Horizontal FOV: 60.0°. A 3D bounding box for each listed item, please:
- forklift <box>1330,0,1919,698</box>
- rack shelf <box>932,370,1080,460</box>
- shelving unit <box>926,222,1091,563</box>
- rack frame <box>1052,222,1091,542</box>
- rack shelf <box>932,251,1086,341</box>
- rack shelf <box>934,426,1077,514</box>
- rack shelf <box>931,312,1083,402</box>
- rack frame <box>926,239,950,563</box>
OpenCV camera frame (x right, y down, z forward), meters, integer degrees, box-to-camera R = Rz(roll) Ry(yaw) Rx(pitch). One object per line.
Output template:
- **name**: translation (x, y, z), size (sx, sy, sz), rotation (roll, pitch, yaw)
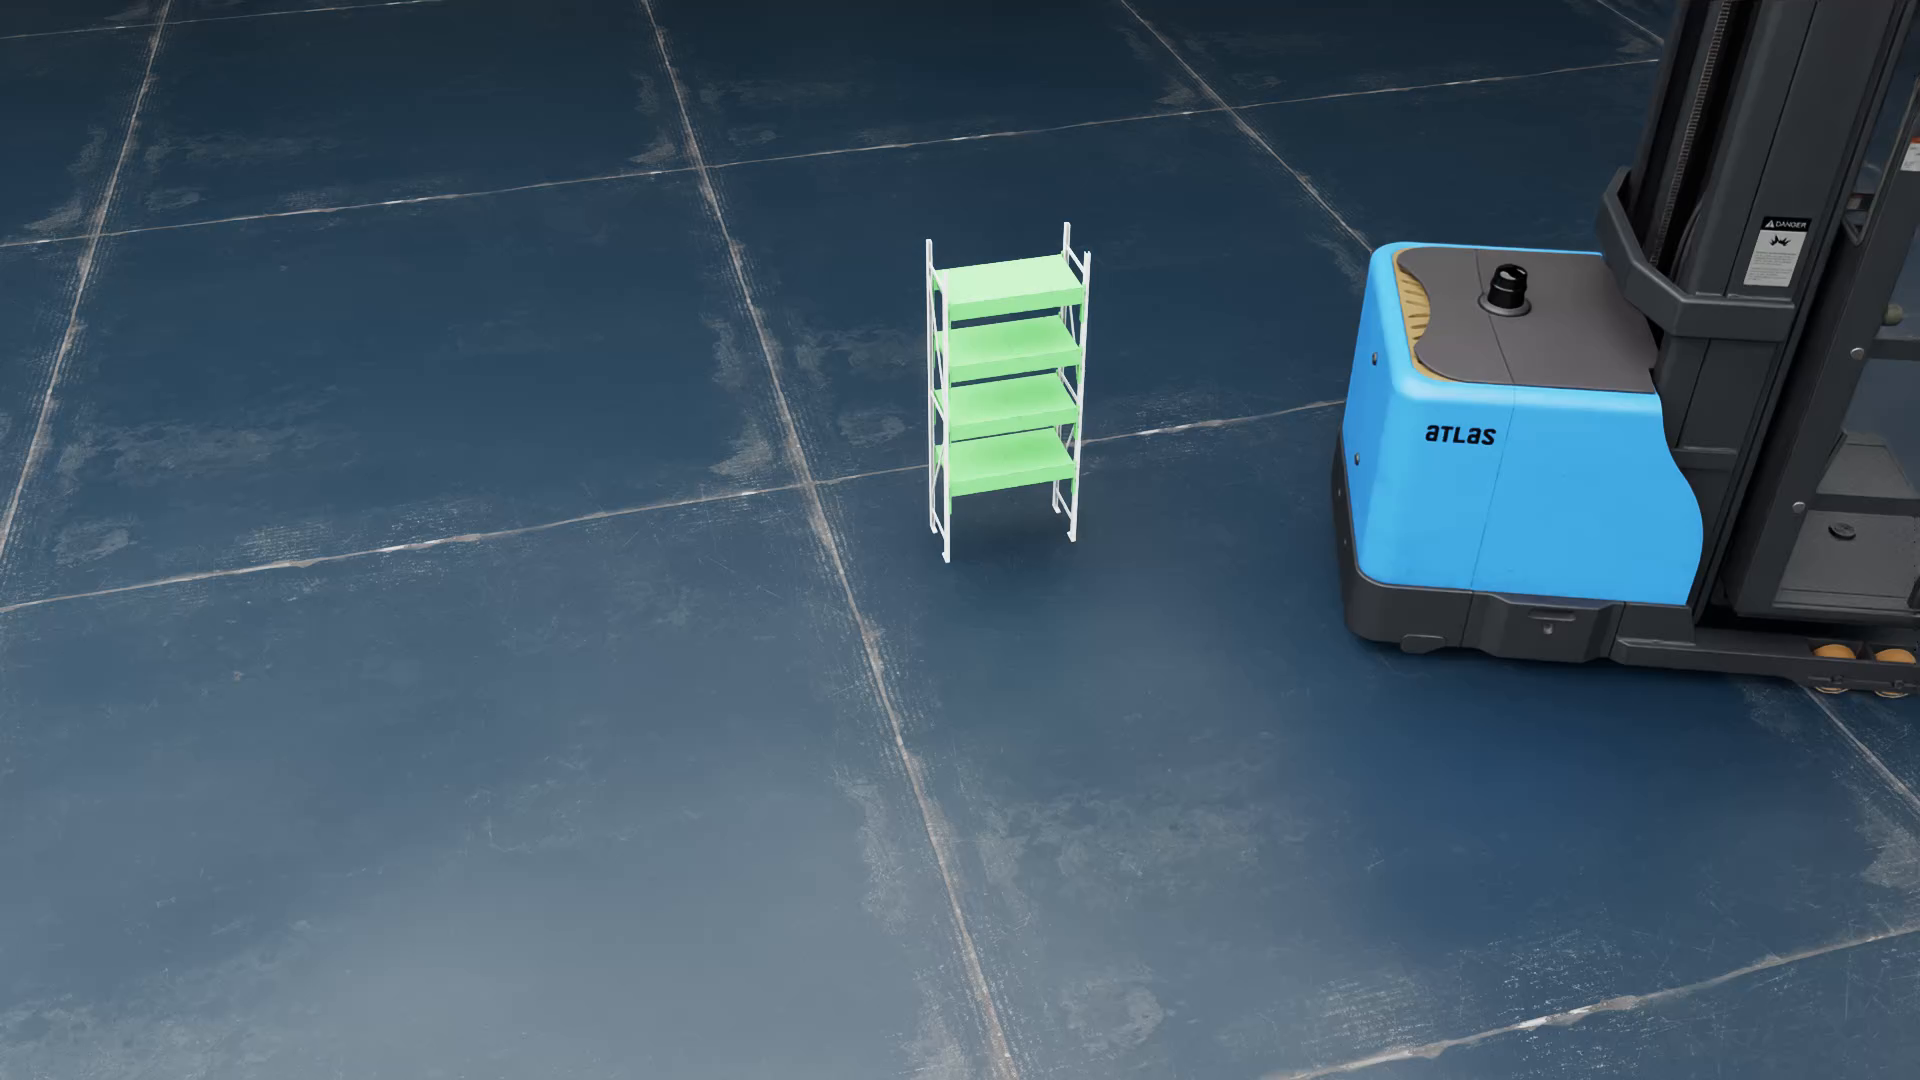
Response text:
- **forklift**: translation (2.890, -0.979, 5.118), size (3.031, 2.935, 1.130), rotation (4, 38, 5)
- **rack shelf**: translation (0.160, -0.452, 5.959), size (0.480, 0.148, 0.258), rotation (-9, 38, -12)
- **shelving unit**: translation (0.160, -0.503, 5.920), size (0.503, 1.200, 0.258), rotation (-9, 38, -12)
- **rack frame**: translation (0.395, -0.541, 5.970), size (0.015, 1.200, 0.240), rotation (-9, 38, -12)
- **rack shelf**: translation (0.160, -0.833, 5.667), size (0.480, 0.148, 0.258), rotation (-9, 38, -12)
- **rack shelf**: translation (0.160, -0.261, 6.104), size (0.480, 0.148, 0.258), rotation (-9, 38, -12)
- **rack shelf**: translation (0.160, -0.643, 5.813), size (0.480, 0.148, 0.258), rotation (-9, 38, -12)
- **rack frame**: translation (-0.076, -0.464, 5.869), size (0.015, 1.200, 0.240), rotation (-9, 38, -12)
